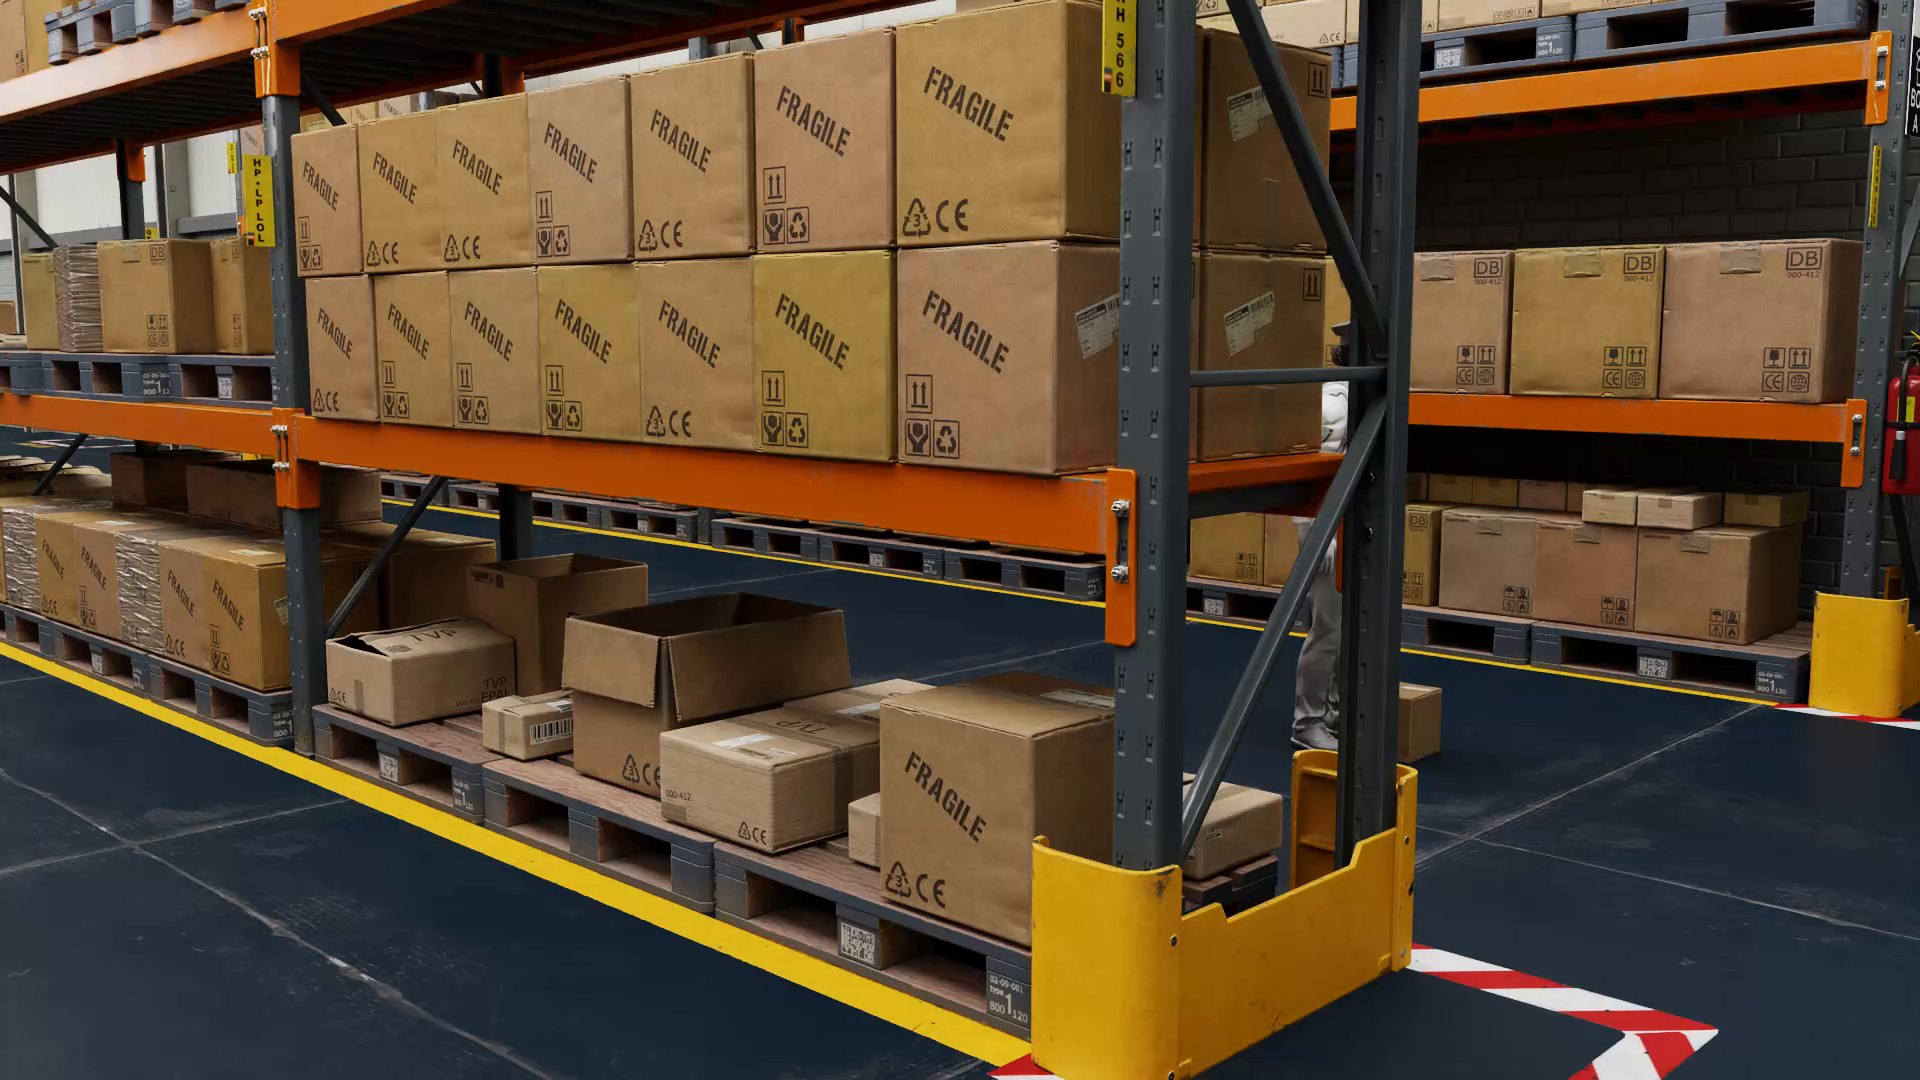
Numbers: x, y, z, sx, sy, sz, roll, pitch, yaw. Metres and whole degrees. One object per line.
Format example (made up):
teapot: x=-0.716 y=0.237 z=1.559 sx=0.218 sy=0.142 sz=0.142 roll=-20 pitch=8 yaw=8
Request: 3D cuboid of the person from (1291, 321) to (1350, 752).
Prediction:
person: x=1.498 y=-0.027 z=6.466 sx=0.376 sy=1.663 sz=0.545 roll=6 pitch=9 yaw=40
